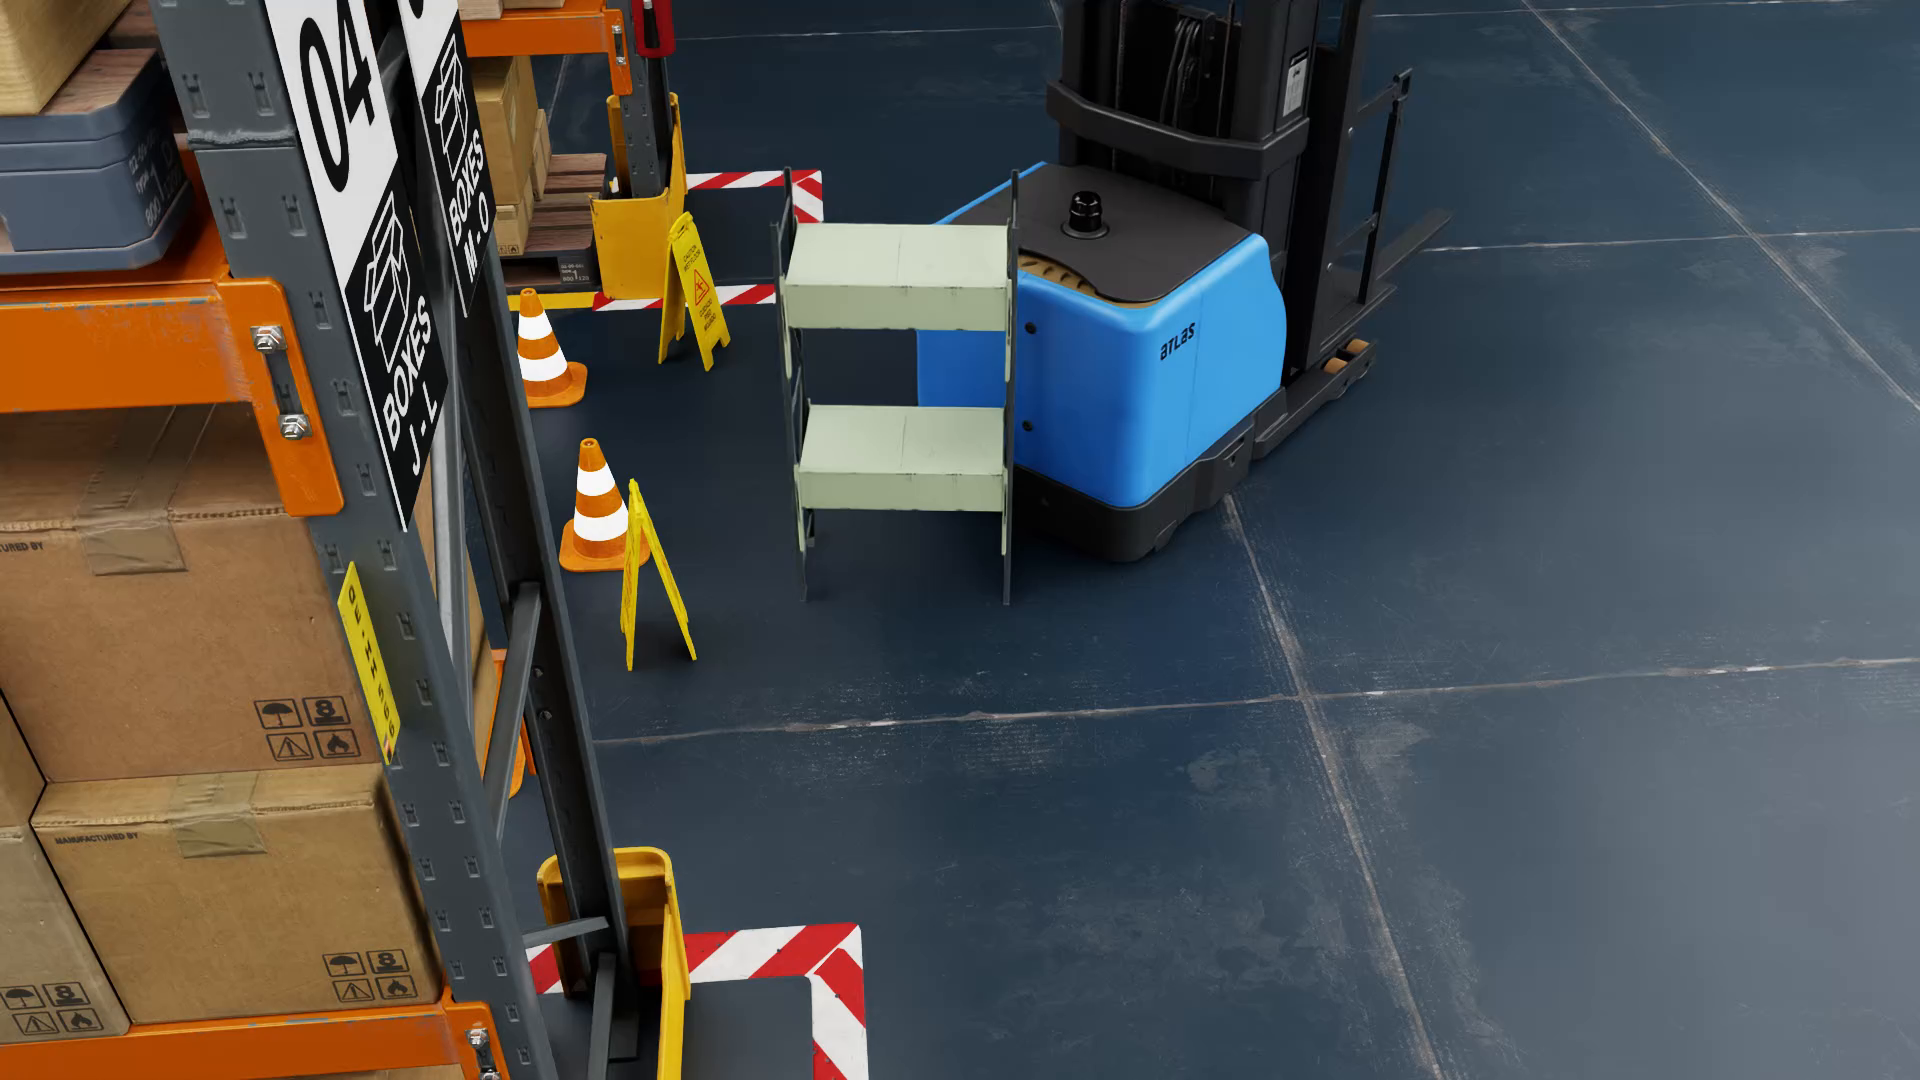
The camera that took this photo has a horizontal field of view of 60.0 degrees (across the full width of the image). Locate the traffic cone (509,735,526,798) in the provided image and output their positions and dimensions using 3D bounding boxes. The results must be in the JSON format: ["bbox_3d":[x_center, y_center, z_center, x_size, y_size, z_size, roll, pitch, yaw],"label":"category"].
[{"bbox_3d":[-1.563,0.546,5.184,0.334,0.463,0.336,-3,38,-4],"label":"traffic cone"}]

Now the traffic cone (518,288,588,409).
[{"bbox_3d":[-1.761,-0.836,6.936,0.334,0.463,0.336,-3,38,-4],"label":"traffic cone"}]

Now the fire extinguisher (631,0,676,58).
[{"bbox_3d":[-1.292,-2.343,6.860,0.183,0.674,0.296,-3,38,-4],"label":"fire extinguisher"}]

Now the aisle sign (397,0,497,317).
[{"bbox_3d":[-0.864,-0.812,2.759,0.004,0.787,0.394,-3,38,-4],"label":"aisle sign"}]

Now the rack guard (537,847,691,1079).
[{"bbox_3d":[-0.884,1.377,4.101,0.348,0.500,1.175,-3,38,-4],"label":"rack guard"}]

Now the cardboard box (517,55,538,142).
[{"bbox_3d":[-2.299,-2.156,7.836,0.500,0.500,0.500,-4,38,-5],"label":"cardboard box"}]

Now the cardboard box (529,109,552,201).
[{"bbox_3d":[-2.275,-1.863,8.070,0.500,0.250,0.500,-3,38,-4],"label":"cardboard box"}]

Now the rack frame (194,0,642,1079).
[{"bbox_3d":[-0.908,0.397,3.325,0.127,3.000,1.000,-3,38,-4],"label":"rack frame"}]

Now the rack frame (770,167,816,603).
[{"bbox_3d":[-0.560,-0.488,5.658,0.023,1.500,0.400,1,38,1],"label":"rack frame"}]

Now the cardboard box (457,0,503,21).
[{"bbox_3d":[-2.043,-2.318,6.969,0.250,0.149,0.380,-4,38,-5],"label":"cardboard box"}]

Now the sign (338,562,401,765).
[{"bbox_3d":[-0.874,0.185,2.467,0.005,0.325,0.100,-3,38,-4],"label":"sign"}]

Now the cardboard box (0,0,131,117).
[{"bbox_3d":[-1.209,-0.658,2.024,0.250,0.149,0.380,-3,38,-4],"label":"cardboard box"}]

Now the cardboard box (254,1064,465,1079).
[{"bbox_3d":[-1.578,1.145,3.754,0.875,0.875,0.875,-3,38,-4],"label":"cardboard box"}]

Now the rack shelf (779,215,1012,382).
[{"bbox_3d":[-0.194,-0.788,5.408,0.720,0.370,0.431,1,38,1],"label":"rack shelf"}]

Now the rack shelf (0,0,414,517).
[{"bbox_3d":[-2.900,-0.388,2.479,4.000,0.370,1.077,-3,38,-4],"label":"rack shelf"}]

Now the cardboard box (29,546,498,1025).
[{"bbox_3d":[-1.274,0.387,3.217,0.550,0.550,0.875,-3,38,-4],"label":"cardboard box"}]

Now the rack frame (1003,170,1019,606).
[{"bbox_3d":[0.172,-0.475,5.642,0.023,1.500,0.400,1,38,1],"label":"rack frame"}]

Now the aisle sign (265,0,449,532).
[{"bbox_3d":[-0.811,-0.442,2.290,0.004,0.787,0.394,-3,38,-4],"label":"aisle sign"}]

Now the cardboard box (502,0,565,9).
[{"bbox_3d":[-1.801,-2.400,7.073,0.250,0.149,0.380,-2,38,-2],"label":"cardboard box"}]

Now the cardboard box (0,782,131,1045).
[{"bbox_3d":[-1.820,0.430,3.162,0.550,0.550,0.875,-3,38,-4],"label":"cardboard box"}]

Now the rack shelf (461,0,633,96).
[{"bbox_3d":[-3.439,-2.259,7.272,4.000,0.370,1.077,-3,38,-4],"label":"rack shelf"}]

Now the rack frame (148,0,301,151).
[{"bbox_3d":[-0.908,-1.958,1.466,0.127,3.000,1.000,-3,38,-4],"label":"rack frame"}]

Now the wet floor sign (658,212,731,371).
[{"bbox_3d":[-1.163,-1.077,7.094,0.232,0.644,0.267,9,39,12],"label":"wet floor sign"}]

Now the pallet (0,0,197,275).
[{"bbox_3d":[-1.646,-0.698,2.363,1.213,0.211,1.003,-3,38,-4],"label":"pallet"}]

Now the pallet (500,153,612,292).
[{"bbox_3d":[-2.335,-1.530,8.018,1.213,0.211,1.003,-3,38,-4],"label":"pallet"}]

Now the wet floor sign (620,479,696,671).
[{"bbox_3d":[-1.055,0.098,5.604,0.232,0.644,0.267,-9,39,-12],"label":"wet floor sign"}]

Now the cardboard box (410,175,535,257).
[{"bbox_3d":[-2.252,-1.525,7.642,0.500,0.250,0.500,-3,38,-4],"label":"cardboard box"}]

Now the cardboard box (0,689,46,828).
[{"bbox_3d":[-1.821,-0.002,2.838,0.550,0.550,0.875,-3,38,-4],"label":"cardboard box"}]

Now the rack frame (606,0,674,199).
[{"bbox_3d":[-1.447,-2.651,7.188,0.127,3.000,1.000,-3,38,-4],"label":"rack frame"}]

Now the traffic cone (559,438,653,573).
[{"bbox_3d":[-1.324,-0.170,6.091,0.334,0.463,0.336,-3,38,-4],"label":"traffic cone"}]

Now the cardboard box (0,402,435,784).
[{"bbox_3d":[-1.281,-0.089,2.948,0.550,0.550,0.875,-3,38,-4],"label":"cardboard box"}]

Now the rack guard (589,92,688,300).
[{"bbox_3d":[-1.523,-1.666,7.957,0.348,0.500,1.175,-3,38,-4],"label":"rack guard"}]

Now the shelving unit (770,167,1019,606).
[{"bbox_3d":[-0.194,-0.482,5.650,0.755,1.500,0.431,1,38,1],"label":"shelving unit"}]

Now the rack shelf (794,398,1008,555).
[{"bbox_3d":[-0.194,-0.226,5.852,0.720,0.370,0.431,1,38,1],"label":"rack shelf"}]

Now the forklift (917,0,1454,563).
[{"bbox_3d":[1.132,-1.921,6.319,1.130,2.935,3.031,26,45,29],"label":"forklift"}]

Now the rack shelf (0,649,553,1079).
[{"bbox_3d":[-2.900,0.790,3.408,4.000,0.370,1.077,-3,38,-4],"label":"rack shelf"}]

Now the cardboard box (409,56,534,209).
[{"bbox_3d":[-2.222,-1.826,7.418,0.500,0.500,0.500,-3,38,-4],"label":"cardboard box"}]
